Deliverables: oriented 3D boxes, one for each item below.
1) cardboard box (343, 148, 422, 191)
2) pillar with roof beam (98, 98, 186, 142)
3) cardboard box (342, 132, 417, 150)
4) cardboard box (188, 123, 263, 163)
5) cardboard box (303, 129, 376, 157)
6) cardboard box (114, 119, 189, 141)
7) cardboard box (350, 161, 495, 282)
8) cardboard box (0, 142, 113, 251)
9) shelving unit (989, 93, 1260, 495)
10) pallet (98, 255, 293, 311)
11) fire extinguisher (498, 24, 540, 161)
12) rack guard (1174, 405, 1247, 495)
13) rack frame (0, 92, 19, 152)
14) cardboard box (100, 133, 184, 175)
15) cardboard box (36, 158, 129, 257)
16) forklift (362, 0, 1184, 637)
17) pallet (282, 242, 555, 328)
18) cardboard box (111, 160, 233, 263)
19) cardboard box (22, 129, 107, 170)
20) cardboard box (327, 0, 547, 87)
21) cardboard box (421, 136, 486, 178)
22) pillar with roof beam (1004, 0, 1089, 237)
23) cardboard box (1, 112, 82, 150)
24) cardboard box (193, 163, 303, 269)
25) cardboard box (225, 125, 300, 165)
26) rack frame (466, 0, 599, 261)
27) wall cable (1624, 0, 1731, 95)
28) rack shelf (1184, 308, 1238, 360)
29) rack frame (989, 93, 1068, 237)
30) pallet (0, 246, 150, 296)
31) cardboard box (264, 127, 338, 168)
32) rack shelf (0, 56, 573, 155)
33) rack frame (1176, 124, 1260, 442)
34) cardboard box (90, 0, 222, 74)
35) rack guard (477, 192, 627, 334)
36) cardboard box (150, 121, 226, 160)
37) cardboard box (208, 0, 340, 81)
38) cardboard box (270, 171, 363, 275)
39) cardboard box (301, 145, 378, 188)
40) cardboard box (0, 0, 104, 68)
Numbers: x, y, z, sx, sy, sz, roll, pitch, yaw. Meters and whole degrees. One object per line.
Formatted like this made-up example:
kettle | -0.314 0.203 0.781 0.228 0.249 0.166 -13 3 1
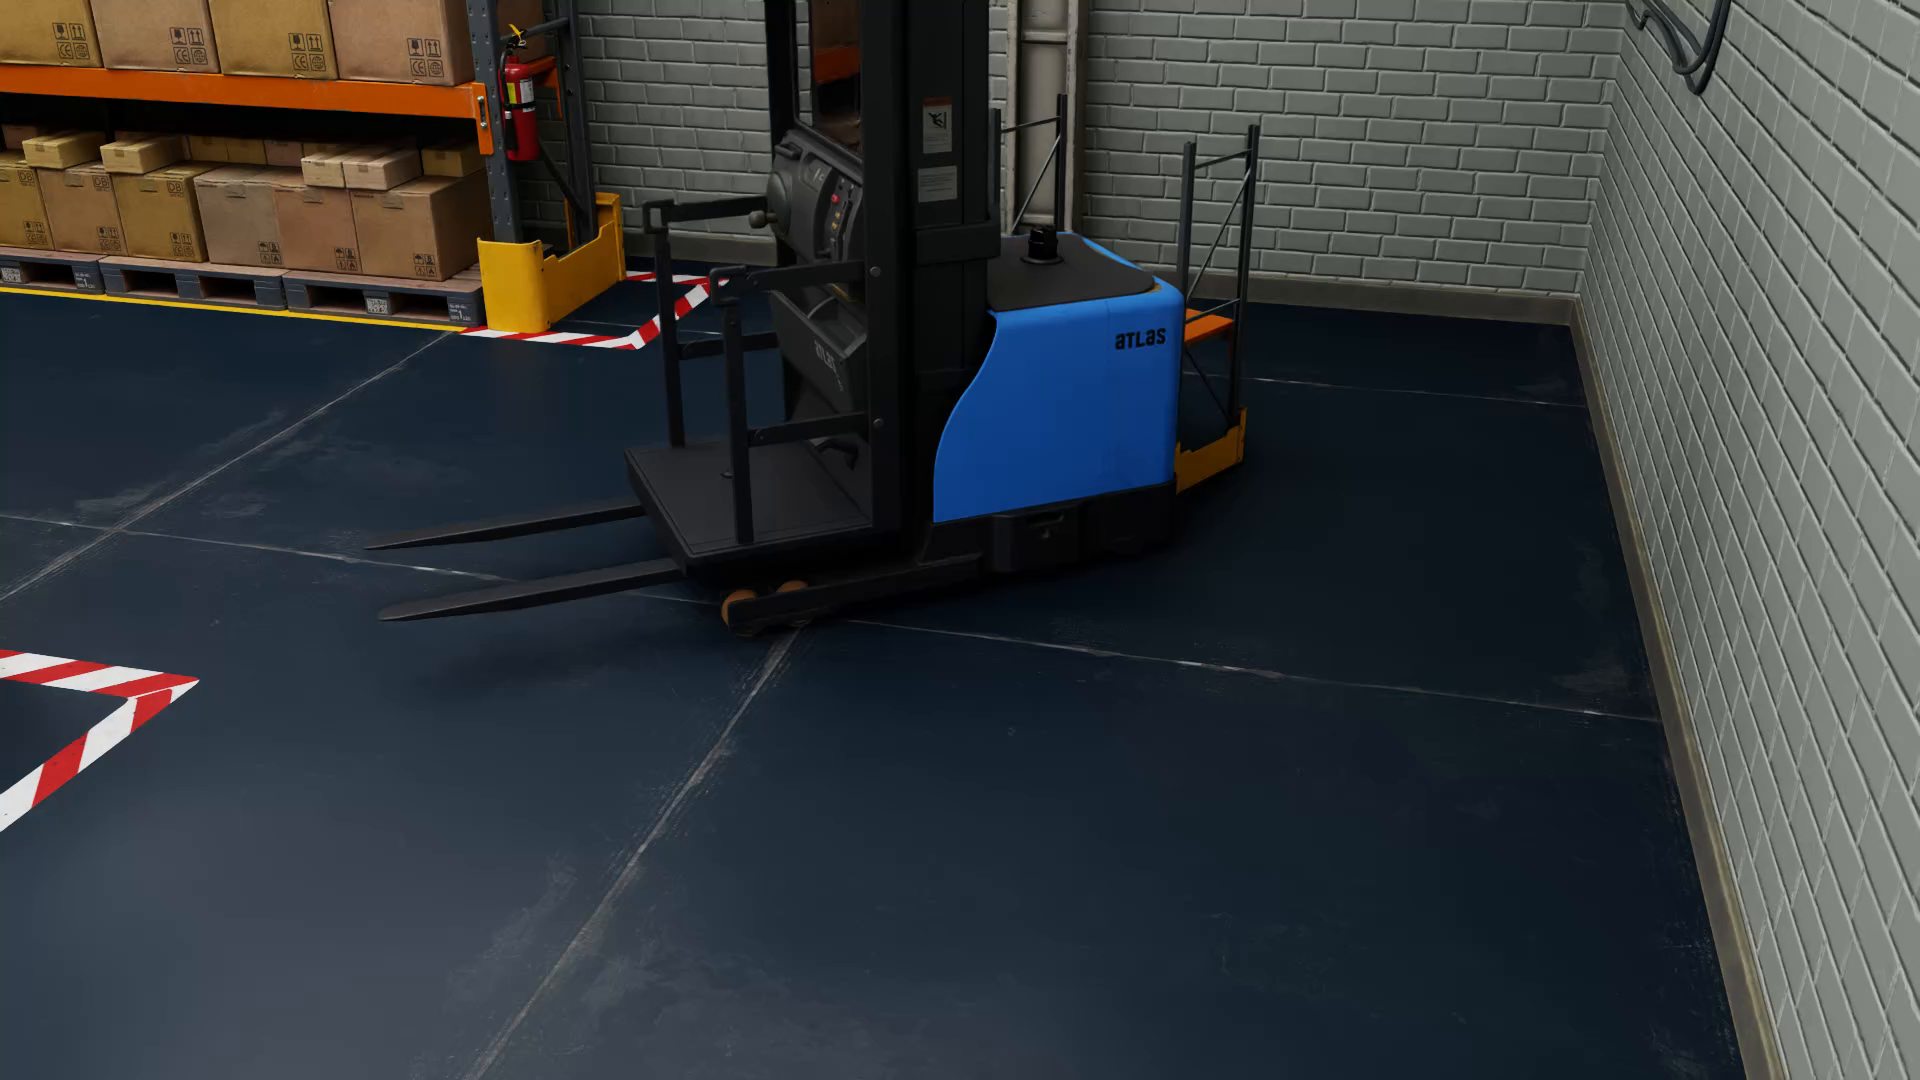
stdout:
cardboard box | -3.218 -2.069 9.272 0.250 0.149 0.380 6 26 12
pillar with roof beam | -6.398 -4.374 5.469 0.400 9.000 9.100 6 26 13
cardboard box | -3.368 -2.255 9.663 0.250 0.149 0.380 6 26 13
cardboard box | -4.351 -2.364 9.890 0.250 0.149 0.380 6 26 12
cardboard box | -3.610 -2.282 9.719 0.250 0.149 0.380 7 26 13
cardboard box | -4.845 -2.418 10.005 0.250 0.149 0.380 5 26 11
cardboard box | -3.048 -1.839 9.542 0.500 0.500 0.700 6 26 13
cardboard box | -5.521 -2.111 10.114 0.500 0.500 0.700 7 26 14
shelving unit | 0.689 -1.104 7.324 1.083 1.500 0.587 21 33 37
pallet | -4.317 -1.670 10.012 1.213 0.211 1.003 6 26 13
fire extinguisher | -2.314 -2.333 8.684 0.183 0.674 0.296 6 26 13
rack guard | 1.058 -0.396 7.290 0.087 0.250 0.587 21 33 37
rack frame | -6.219 -3.173 9.924 0.127 3.000 1.000 6 26 13
cardboard box | -4.729 -2.235 9.621 0.250 0.149 0.380 6 26 12
cardboard box | -5.035 -2.056 9.998 0.500 0.500 0.700 6 26 12
forklift | -0.709 -1.232 5.928 3.031 2.935 1.130 -10 27 -20
pallet | -3.139 -1.538 9.736 1.213 0.211 1.003 6 26 13
cardboard box | -4.538 -2.000 9.880 0.500 0.500 0.700 7 26 14
cardboard box | -5.234 -2.291 9.738 0.250 0.149 0.380 7 26 15
cardboard box | -2.842 -2.930 9.066 0.700 0.700 0.980 8 26 15
cardboard box | -2.877 -2.201 9.549 0.250 0.149 0.380 6 26 13
pillar with roof beam | -0.587 -3.732 4.120 0.400 9.000 9.100 6 26 13
cardboard box | -5.612 -2.502 10.181 0.250 0.149 0.380 6 26 13
cardboard box | -4.020 -1.946 9.767 0.500 0.500 0.700 5 26 11
cardboard box | -4.106 -2.336 9.833 0.250 0.149 0.380 7 26 14
rack frame | -2.345 -2.744 9.025 0.127 3.000 1.000 6 26 13
wall cable | 3.043 -3.297 6.819 0.112 2.526 3.097 6 26 13
rack shelf | 0.683 -0.944 7.407 1.000 0.185 0.538 21 33 37
rack frame | 0.306 -1.253 7.638 0.032 1.500 0.500 21 33 37
pallet | -5.502 -1.800 10.284 1.213 0.211 1.003 6 26 13
cardboard box | -3.857 -2.309 9.776 0.250 0.149 0.380 7 26 14
rack shelf | -4.282 -2.634 9.629 4.000 0.370 1.077 6 26 13
rack frame | 1.059 -0.960 7.021 0.032 1.500 0.500 21 33 37
cardboard box | -4.285 -3.089 9.400 0.700 0.700 0.980 5 26 10
rack guard | -2.322 -1.613 9.557 0.348 0.500 1.175 6 26 13
cardboard box | -4.601 -2.391 9.948 0.250 0.149 0.380 7 26 14
cardboard box | -3.549 -3.004 9.220 0.700 0.700 0.980 6 26 13
cardboard box | -3.533 -1.892 9.654 0.500 0.500 0.700 6 26 13
cardboard box | -3.466 -2.097 9.329 0.250 0.149 0.380 7 26 14
cardboard box | -4.992 -3.163 9.555 0.700 0.700 0.980 6 26 12
